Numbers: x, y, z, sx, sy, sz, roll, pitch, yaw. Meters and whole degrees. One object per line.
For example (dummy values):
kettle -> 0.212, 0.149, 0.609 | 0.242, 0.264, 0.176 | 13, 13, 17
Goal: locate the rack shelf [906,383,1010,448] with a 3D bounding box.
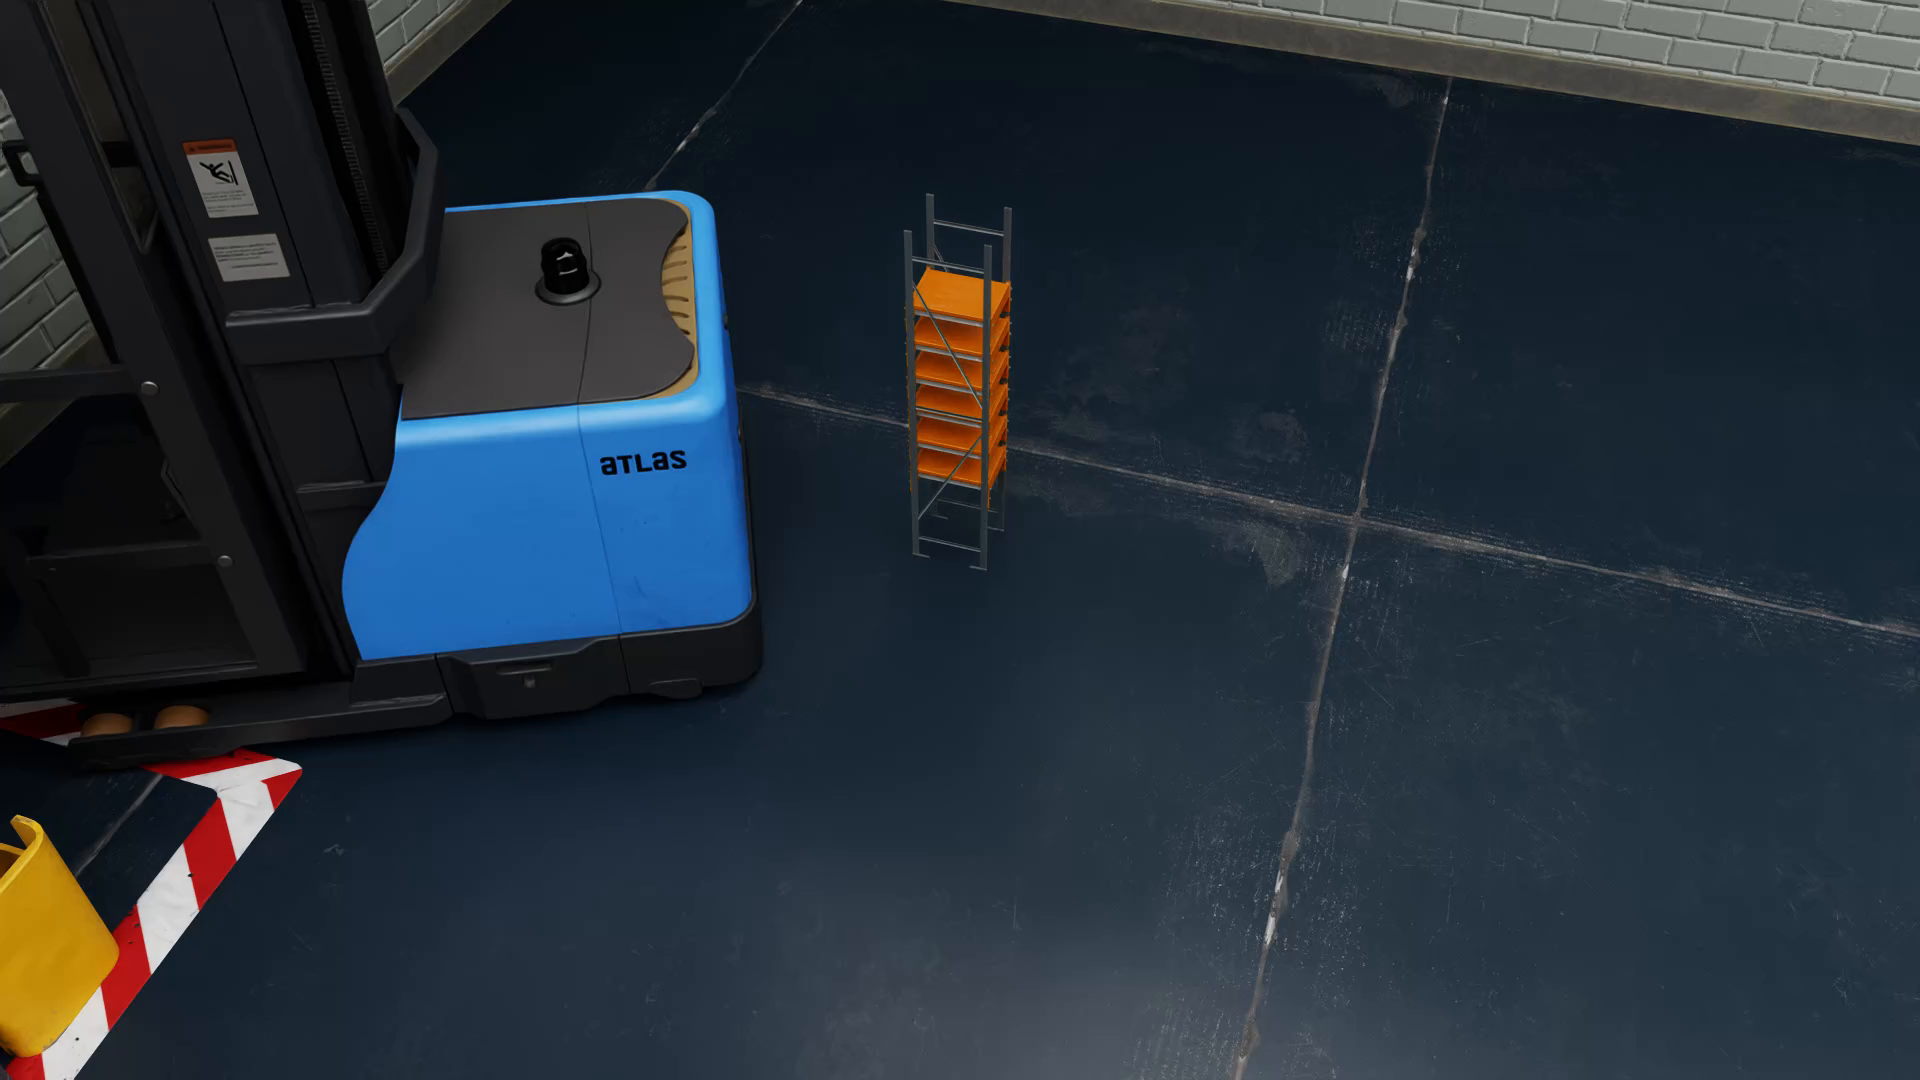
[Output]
rack shelf -> -0.004, -0.387, 4.852 | 0.258, 0.103, 0.180 | 13, 46, 12

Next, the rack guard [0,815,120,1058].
rack guard -> -2.706, 0.835, 4.039 | 1.175, 0.500, 0.348 | 13, 46, 13

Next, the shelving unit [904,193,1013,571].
shelving unit -> -0.004, -0.419, 4.821 | 0.258, 1.200, 0.189 | 13, 46, 12

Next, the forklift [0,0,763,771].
forklift -> -2.129, -0.809, 3.982 | 3.031, 2.935, 1.130 | -6, 45, -6

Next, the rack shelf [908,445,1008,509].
rack shelf -> -0.004, -0.216, 5.019 | 0.258, 0.103, 0.180 | 13, 46, 12

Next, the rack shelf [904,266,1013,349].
rack shelf -> -0.004, -0.645, 4.600 | 0.258, 0.103, 0.180 | 13, 46, 12

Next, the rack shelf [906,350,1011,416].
rack shelf -> -0.004, -0.473, 4.768 | 0.258, 0.103, 0.180 | 13, 46, 12

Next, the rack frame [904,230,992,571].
rack frame -> -0.032, -0.358, 4.758 | 0.240, 1.200, 0.006 | 13, 46, 12

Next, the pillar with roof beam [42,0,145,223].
pillar with roof beam -> 1.383, -3.258, 2.145 | 9.100, 9.000, 0.400 | 13, 46, 13

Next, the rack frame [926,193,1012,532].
rack frame -> 0.023, -0.480, 4.883 | 0.240, 1.200, 0.006 | 13, 46, 12

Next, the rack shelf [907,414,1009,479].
rack shelf -> -0.004, -0.302, 4.936 | 0.258, 0.103, 0.180 | 13, 46, 12

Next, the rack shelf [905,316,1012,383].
rack shelf -> -0.004, -0.559, 4.684 | 0.258, 0.103, 0.180 | 13, 46, 12
